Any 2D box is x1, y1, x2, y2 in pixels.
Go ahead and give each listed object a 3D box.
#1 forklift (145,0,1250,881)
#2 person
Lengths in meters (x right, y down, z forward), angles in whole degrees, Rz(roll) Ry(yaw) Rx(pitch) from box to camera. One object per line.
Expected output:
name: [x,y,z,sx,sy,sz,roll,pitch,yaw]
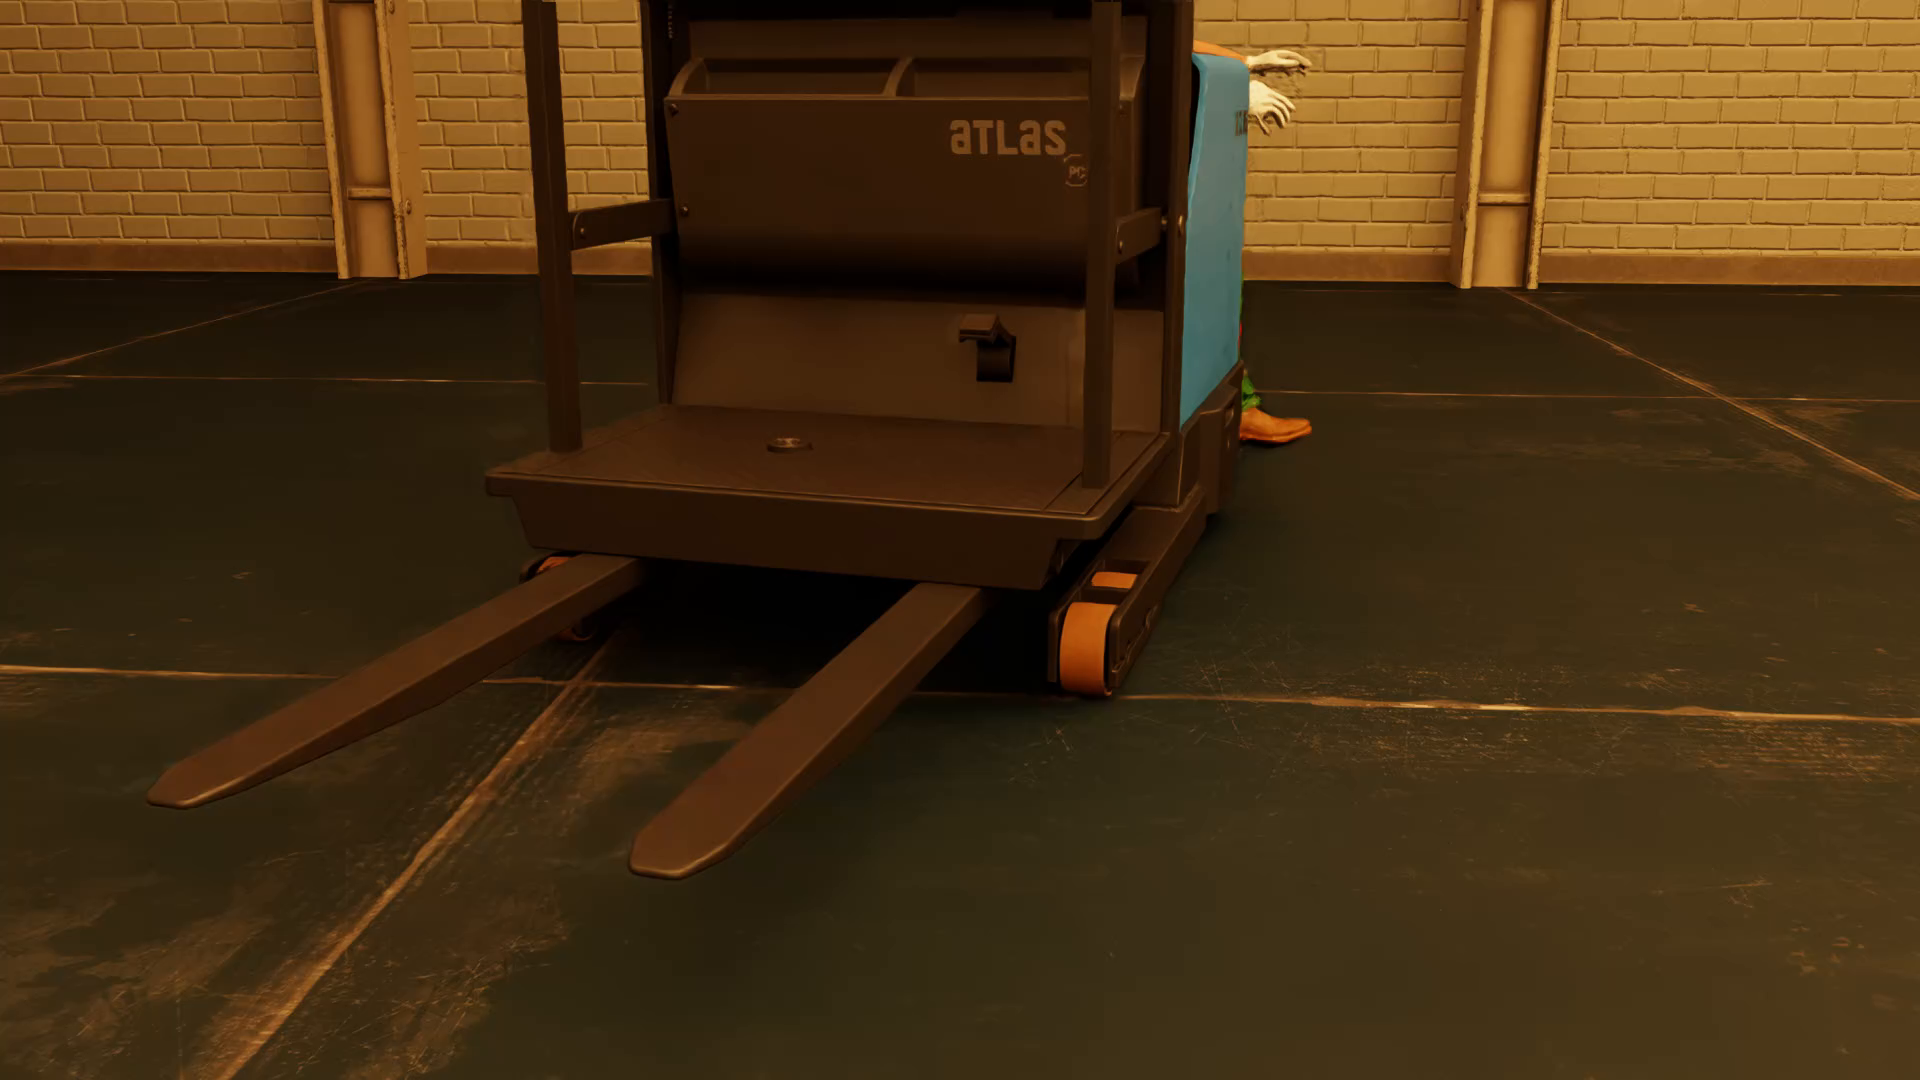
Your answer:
forklift: [-0.172,-1.261,2.864,1.130,2.935,3.031,4,16,16]
person: [0.751,-1.192,5.231,0.755,1.552,1.283,3,15,10]
